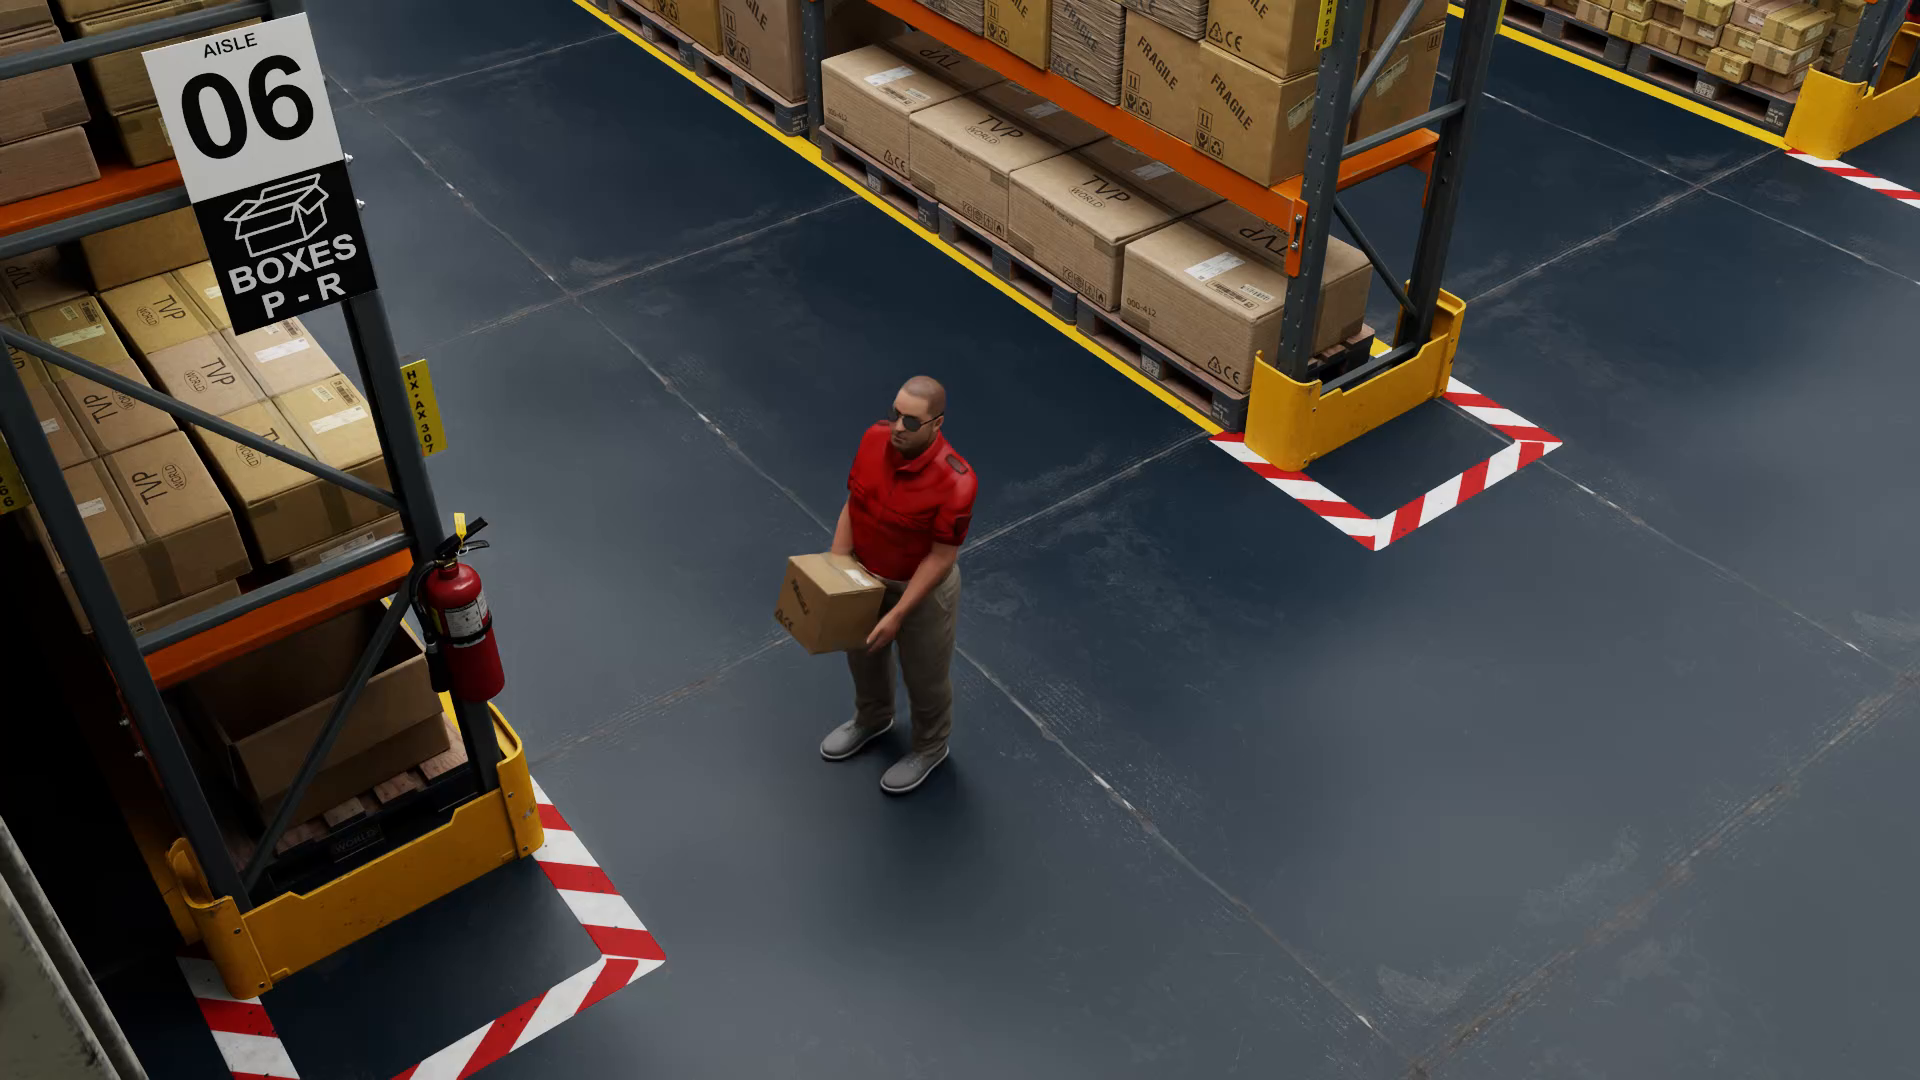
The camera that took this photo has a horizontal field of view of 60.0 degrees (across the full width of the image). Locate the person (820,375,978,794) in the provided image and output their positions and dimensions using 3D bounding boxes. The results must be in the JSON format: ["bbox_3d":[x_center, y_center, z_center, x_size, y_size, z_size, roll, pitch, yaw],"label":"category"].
[{"bbox_3d":[-0.255,0.202,5.927,0.547,1.728,0.515,29,48,30],"label":"person"}]
